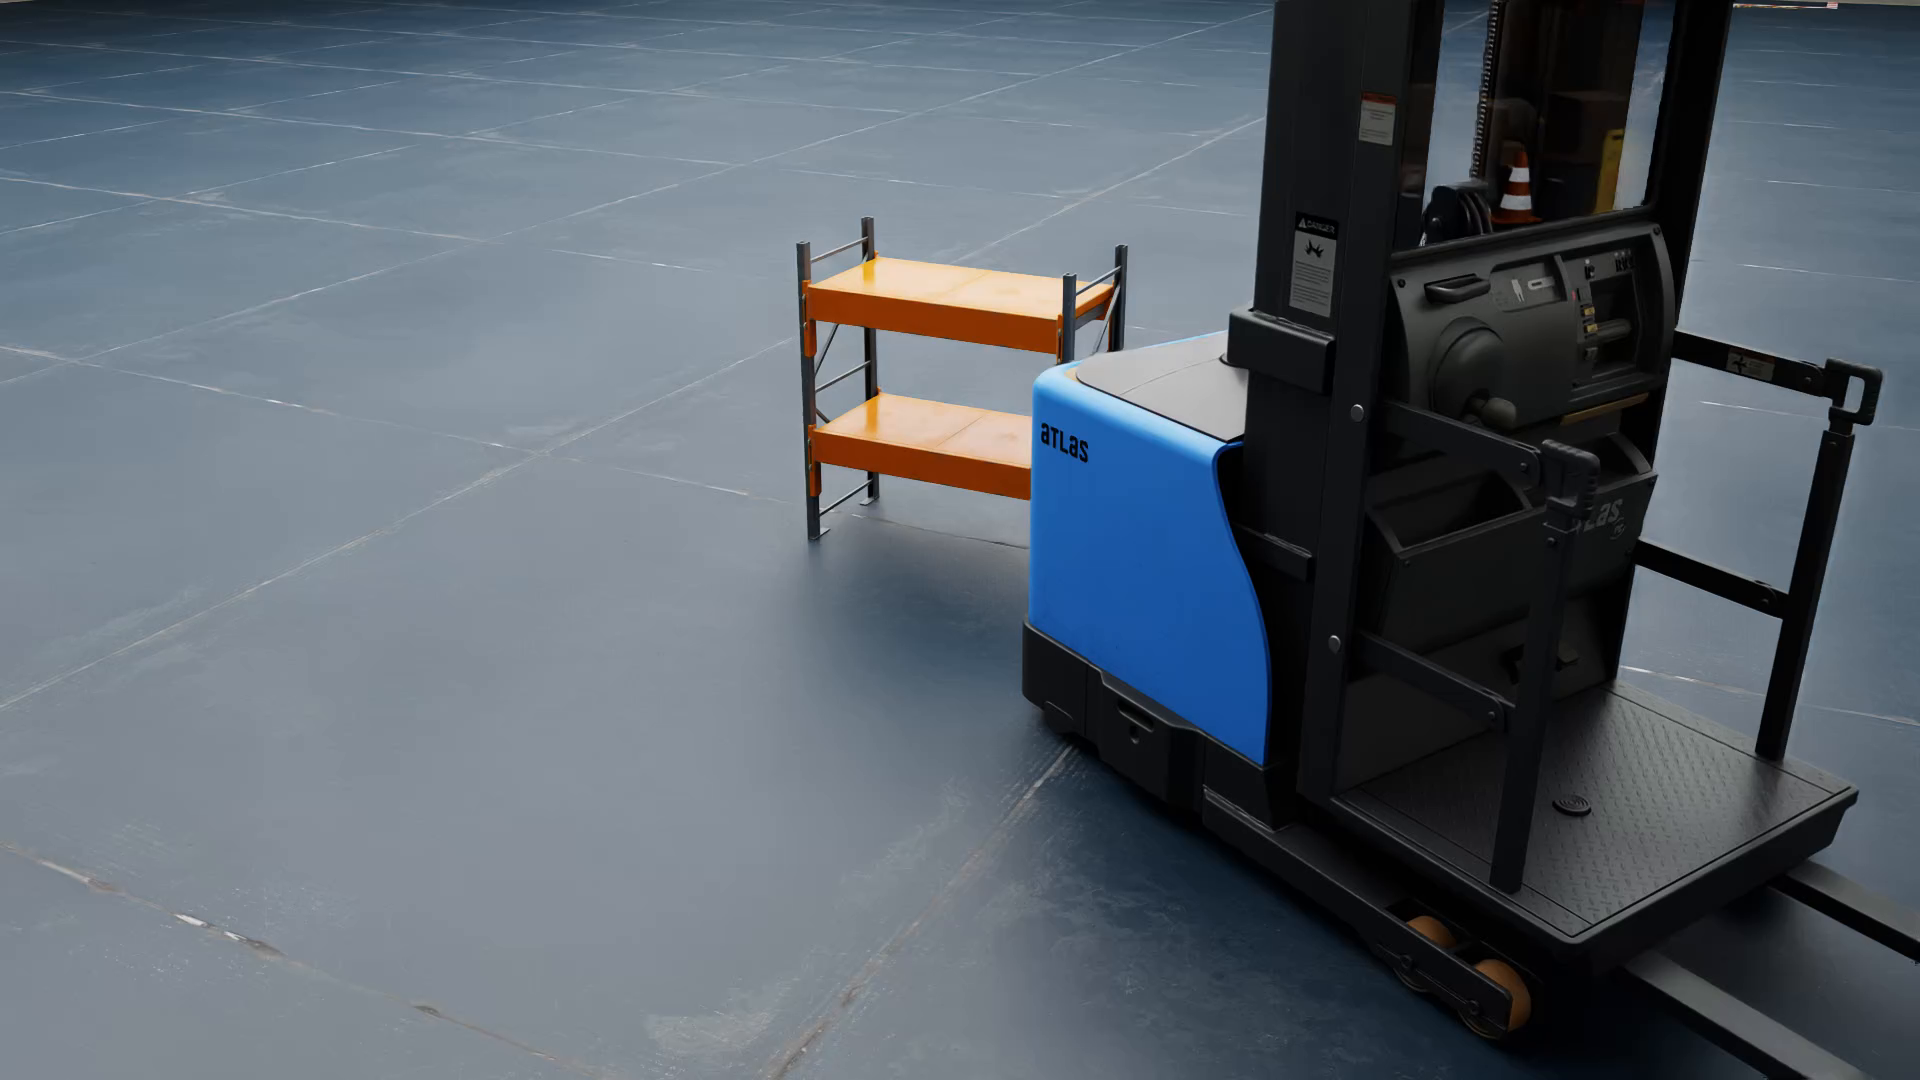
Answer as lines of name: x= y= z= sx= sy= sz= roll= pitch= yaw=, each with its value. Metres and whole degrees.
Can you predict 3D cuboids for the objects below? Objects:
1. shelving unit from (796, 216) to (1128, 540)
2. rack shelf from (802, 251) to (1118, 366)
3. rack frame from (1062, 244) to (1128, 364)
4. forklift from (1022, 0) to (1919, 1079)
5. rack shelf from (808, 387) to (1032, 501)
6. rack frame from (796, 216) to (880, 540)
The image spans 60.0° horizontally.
shelving unit: x=0.006 y=-0.516 z=6.027 sx=1.048 sy=1.125 sz=0.538 roll=11 pitch=25 yaw=25
rack shelf: x=0.006 y=-0.786 z=5.913 sx=1.000 sy=0.278 sz=0.538 roll=11 pitch=25 yaw=25
rack frame: x=0.460 y=-0.427 z=5.816 sx=0.032 sy=1.125 sz=0.500 roll=11 pitch=25 yaw=25
forklift: x=1.429 y=-0.465 z=3.599 sx=1.130 sy=2.935 sz=3.031 roll=-15 pitch=27 yaw=-31
rack shelf: x=0.006 y=-0.291 z=6.123 sx=1.000 sy=0.278 sz=0.538 roll=11 pitch=25 yaw=25
rack frame: x=-0.448 y=-0.606 z=6.238 sx=0.032 sy=1.125 sz=0.500 roll=11 pitch=25 yaw=25
